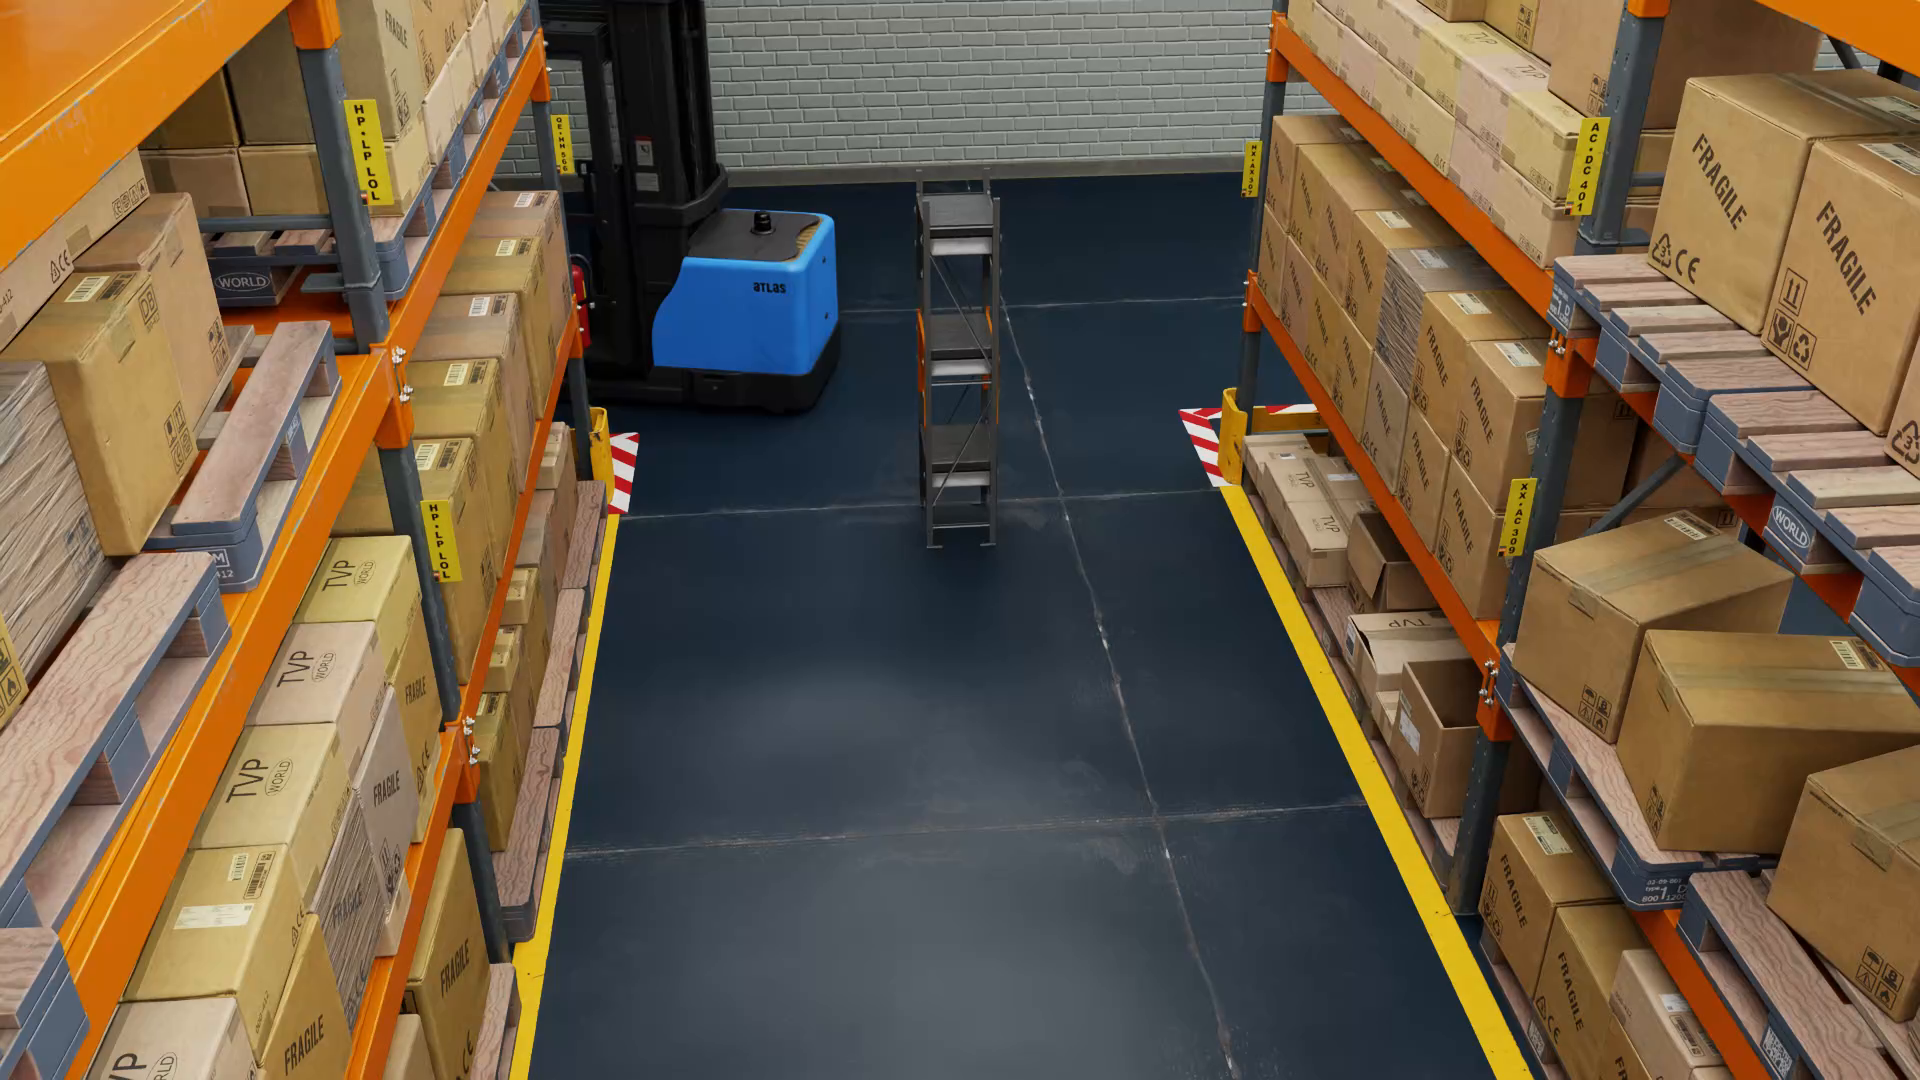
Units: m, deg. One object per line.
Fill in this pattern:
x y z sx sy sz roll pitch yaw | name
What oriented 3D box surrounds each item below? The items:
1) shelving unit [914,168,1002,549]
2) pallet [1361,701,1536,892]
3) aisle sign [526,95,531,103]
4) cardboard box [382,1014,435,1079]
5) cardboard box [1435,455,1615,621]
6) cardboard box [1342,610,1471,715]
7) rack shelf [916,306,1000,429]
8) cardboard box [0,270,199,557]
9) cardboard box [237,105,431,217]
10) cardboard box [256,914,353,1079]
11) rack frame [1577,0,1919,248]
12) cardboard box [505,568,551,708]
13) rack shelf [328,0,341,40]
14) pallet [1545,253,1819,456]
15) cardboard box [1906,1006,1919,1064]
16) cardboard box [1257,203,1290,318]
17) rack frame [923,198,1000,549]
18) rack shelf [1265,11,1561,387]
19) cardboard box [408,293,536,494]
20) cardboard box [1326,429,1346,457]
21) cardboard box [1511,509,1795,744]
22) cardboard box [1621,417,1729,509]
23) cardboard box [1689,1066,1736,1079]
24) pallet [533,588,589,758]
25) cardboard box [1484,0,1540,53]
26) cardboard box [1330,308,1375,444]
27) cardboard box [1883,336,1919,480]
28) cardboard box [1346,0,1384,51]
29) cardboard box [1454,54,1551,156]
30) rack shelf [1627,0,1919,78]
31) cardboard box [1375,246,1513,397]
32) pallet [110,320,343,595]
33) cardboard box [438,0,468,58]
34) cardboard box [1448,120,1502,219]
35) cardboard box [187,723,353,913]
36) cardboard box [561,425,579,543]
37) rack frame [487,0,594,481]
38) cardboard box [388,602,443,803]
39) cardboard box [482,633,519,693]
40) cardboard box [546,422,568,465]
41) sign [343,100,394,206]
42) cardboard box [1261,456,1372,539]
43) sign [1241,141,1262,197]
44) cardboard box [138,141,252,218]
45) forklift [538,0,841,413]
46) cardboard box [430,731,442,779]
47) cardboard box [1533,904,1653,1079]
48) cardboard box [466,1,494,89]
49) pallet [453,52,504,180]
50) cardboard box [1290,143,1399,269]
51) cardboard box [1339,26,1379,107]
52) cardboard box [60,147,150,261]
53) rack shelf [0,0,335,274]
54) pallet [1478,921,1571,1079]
-0.015 -0.986 9.353 0.431 2.100 0.503 -3 31 -5 | shelving unit
2.529 1.107 7.691 1.003 0.211 1.213 -3 31 -5 | pallet
-2.421 -2.709 8.826 0.394 0.787 0.004 -3 31 -5 | aisle sign
-2.064 2.022 5.127 0.750 0.750 0.750 -2 31 -3 | cardboard box
2.290 -0.025 6.770 0.500 0.500 0.500 -2 31 -4 | cardboard box
2.186 0.566 8.070 0.500 0.311 0.500 -3 31 -5 | cardboard box
-0.015 -0.974 9.360 0.431 0.518 0.480 -3 31 -5 | rack shelf
-2.250 -0.284 3.849 0.700 0.500 0.500 -3 31 -6 | cardboard box
-2.142 -1.312 5.736 0.500 0.250 0.500 -3 31 -5 | cardboard box
-1.898 1.316 4.215 0.500 0.500 0.500 -2 31 -3 | cardboard box
2.592 -2.315 4.850 1.000 3.000 0.127 -3 31 -5 | rack frame
-2.397 0.487 8.037 0.700 0.500 0.500 -2 31 -3 | cardboard box
-2.527 -2.616 6.446 1.077 0.370 4.000 -3 31 -5 | rack shelf
2.583 -0.610 5.104 1.213 0.211 1.003 -3 31 -5 | pallet
2.899 1.287 4.162 0.700 0.500 0.500 3 31 5 | cardboard box
1.997 -1.585 9.381 0.500 0.500 0.500 -2 31 -4 | cardboard box
0.007 -0.861 9.144 0.400 2.100 0.015 -3 31 -5 | rack frame
2.405 -1.739 7.513 1.077 0.370 4.000 -3 31 -5 | rack shelf
-2.515 -0.651 7.622 0.980 0.700 0.700 -4 31 -7 | cardboard box
2.514 -0.631 9.891 0.500 0.500 0.500 -3 31 -5 | cardboard box
2.413 0.290 5.832 0.700 0.500 0.500 -13 33 -21 | cardboard box
2.828 -0.466 6.532 0.500 0.500 0.500 -2 31 -3 | cardboard box
2.535 1.848 5.008 0.500 0.250 0.500 -3 31 -6 | cardboard box
-2.450 0.681 8.404 1.003 0.211 1.213 -3 31 -5 | pallet
2.550 -2.263 6.615 0.700 0.500 0.500 -3 31 -5 | cardboard box
2.140 -0.810 8.084 0.500 0.500 0.500 -2 31 -4 | cardboard box
2.693 -0.352 3.884 0.600 0.600 0.600 -4 31 -7 | cardboard box
2.100 -2.434 7.634 0.500 0.250 0.500 -3 31 -5 | cardboard box
2.233 -1.668 6.351 0.500 0.250 0.500 -3 31 -5 | cardboard box
2.779 -0.813 3.428 1.077 0.370 4.000 -3 31 -5 | rack shelf
2.189 -0.976 7.386 0.500 0.500 0.500 -3 31 -4 | cardboard box
-2.205 -0.240 4.488 0.805 0.209 1.217 -4 31 -7 | pallet
-2.233 -2.160 6.424 0.500 0.500 0.500 -3 31 -4 | cardboard box
2.246 -1.454 6.480 0.500 0.250 0.500 -3 31 -5 | cardboard box
-1.956 0.747 4.436 0.500 0.250 0.500 -2 31 -4 | cardboard box
-2.548 -0.297 9.350 0.700 0.500 0.500 -3 31 -5 | cardboard box
-2.713 -1.542 9.407 1.000 3.000 0.127 -3 31 -5 | rack frame
-2.046 0.544 5.507 0.500 0.500 0.500 -3 31 -5 | cardboard box
-2.158 0.544 7.310 0.380 0.149 0.250 -2 31 -3 | cardboard box
-2.355 -0.519 9.088 0.380 0.149 0.250 -3 31 -5 | cardboard box
-1.800 -1.176 5.057 0.100 0.325 0.005 -3 31 -5 | sign
2.033 -0.244 9.485 0.500 0.250 0.500 -3 31 -5 | cardboard box
1.678 -2.127 9.542 0.100 0.325 0.005 -3 31 -5 | sign
-2.637 -1.285 5.690 0.500 0.250 0.500 -2 31 -4 | cardboard box
-2.409 -2.448 10.990 3.031 2.935 1.130 5 31 8 | forklift
-2.026 0.758 5.781 0.380 0.149 0.250 -2 31 -4 | cardboard box
2.455 1.675 6.029 0.500 0.500 0.500 -2 31 -4 | cardboard box
-2.278 -2.097 7.049 0.500 0.250 0.500 -4 31 -6 | cardboard box
-2.517 -1.789 6.982 1.003 0.211 1.213 -3 31 -5 | pallet
2.054 -1.748 8.679 0.500 0.500 0.500 -2 31 -4 | cardboard box
2.095 -2.219 7.762 0.500 0.250 0.500 -3 31 -5 | cardboard box
-2.388 -0.886 4.125 0.500 0.250 0.500 -1 31 -1 | cardboard box
-2.153 -0.574 3.027 1.077 0.370 4.000 -3 31 -5 | rack shelf
2.706 1.871 6.411 1.003 0.211 1.213 -3 31 -5 | pallet
